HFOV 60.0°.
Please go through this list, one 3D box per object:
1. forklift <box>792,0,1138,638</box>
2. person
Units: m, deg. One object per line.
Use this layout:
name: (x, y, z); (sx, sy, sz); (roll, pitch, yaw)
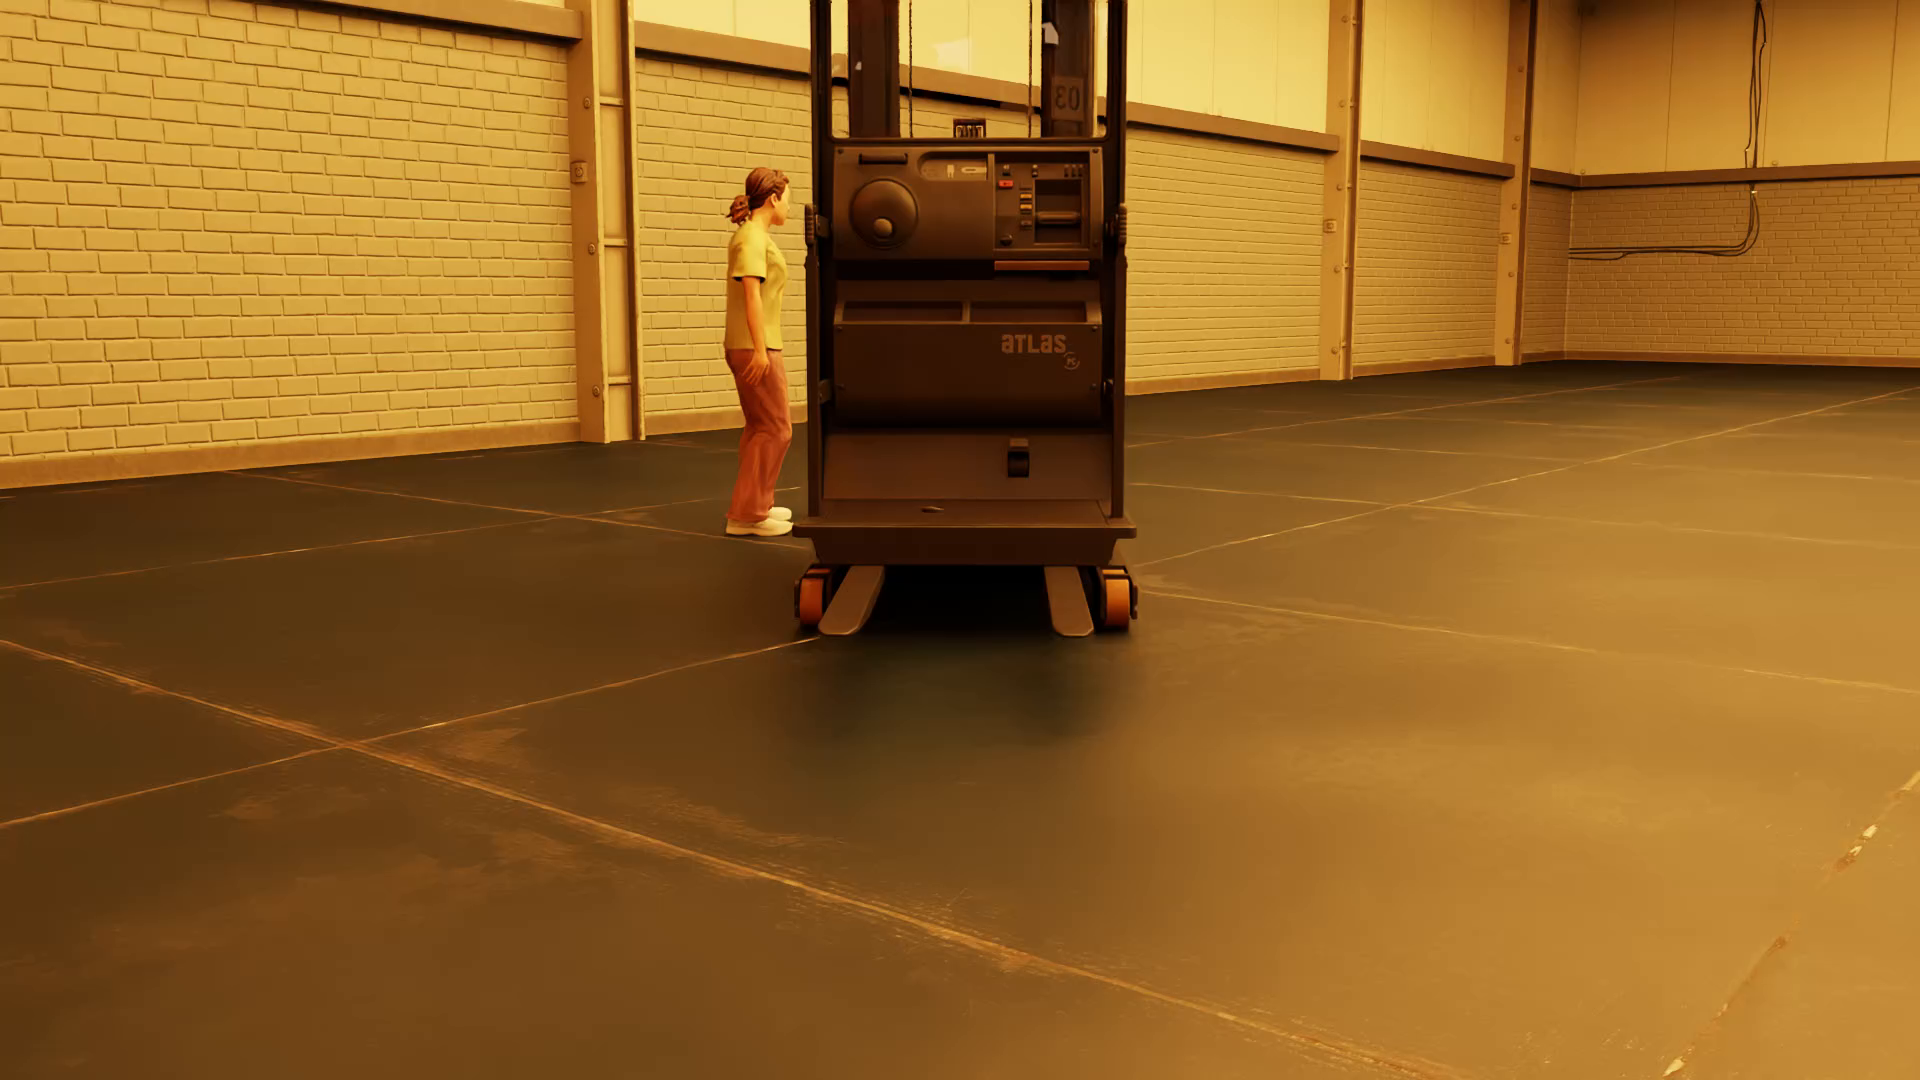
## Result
forklift: (0.024, -1.208, 5.536); (1.130, 2.935, 3.031); (0, 8, 1)
person: (-0.907, -0.856, 7.569); (0.377, 1.650, 0.721); (-2, 9, -15)
